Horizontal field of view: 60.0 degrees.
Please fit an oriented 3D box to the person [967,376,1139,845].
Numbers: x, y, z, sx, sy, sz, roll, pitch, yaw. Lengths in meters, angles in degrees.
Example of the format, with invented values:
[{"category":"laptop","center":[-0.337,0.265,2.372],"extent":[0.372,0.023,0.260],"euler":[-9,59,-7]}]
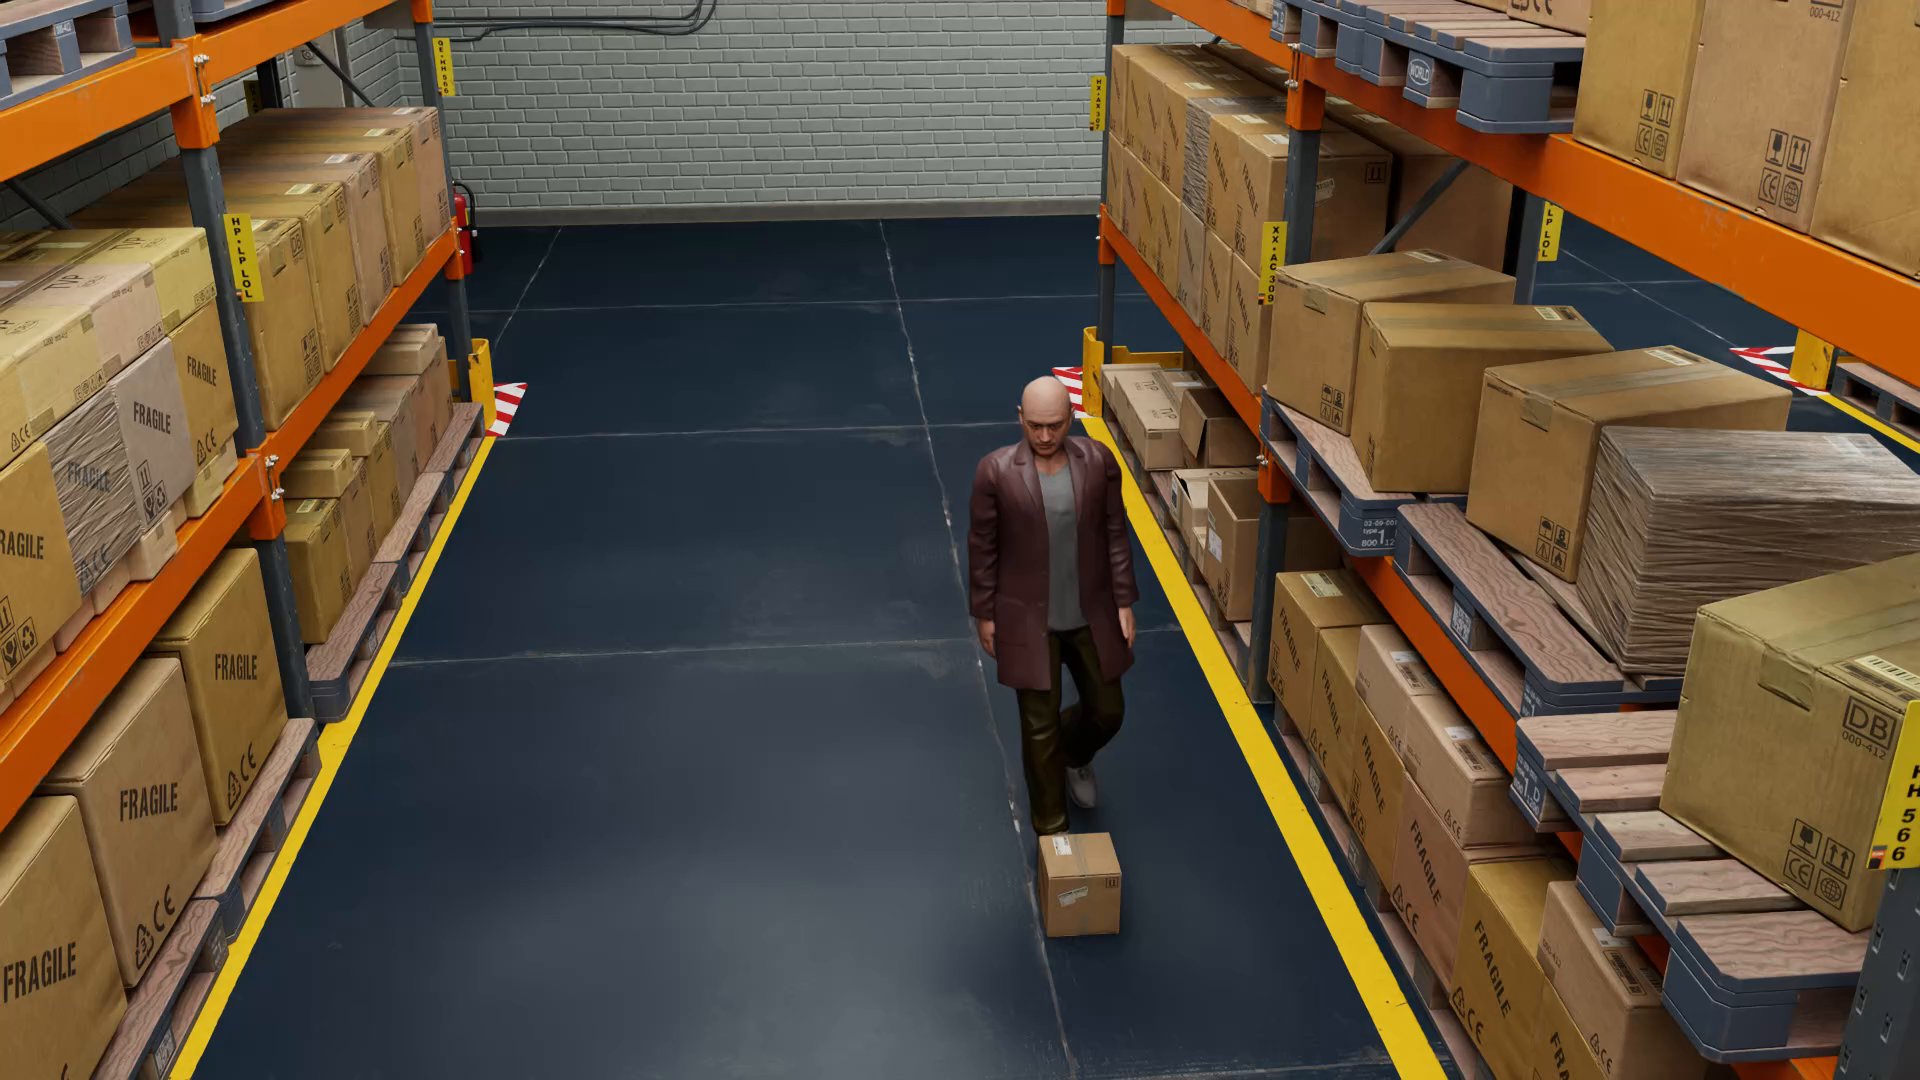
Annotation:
[{"category":"person","center":[0.352,0.284,5.923],"extent":[0.606,1.772,0.776],"euler":[-5,24,-11]}]
